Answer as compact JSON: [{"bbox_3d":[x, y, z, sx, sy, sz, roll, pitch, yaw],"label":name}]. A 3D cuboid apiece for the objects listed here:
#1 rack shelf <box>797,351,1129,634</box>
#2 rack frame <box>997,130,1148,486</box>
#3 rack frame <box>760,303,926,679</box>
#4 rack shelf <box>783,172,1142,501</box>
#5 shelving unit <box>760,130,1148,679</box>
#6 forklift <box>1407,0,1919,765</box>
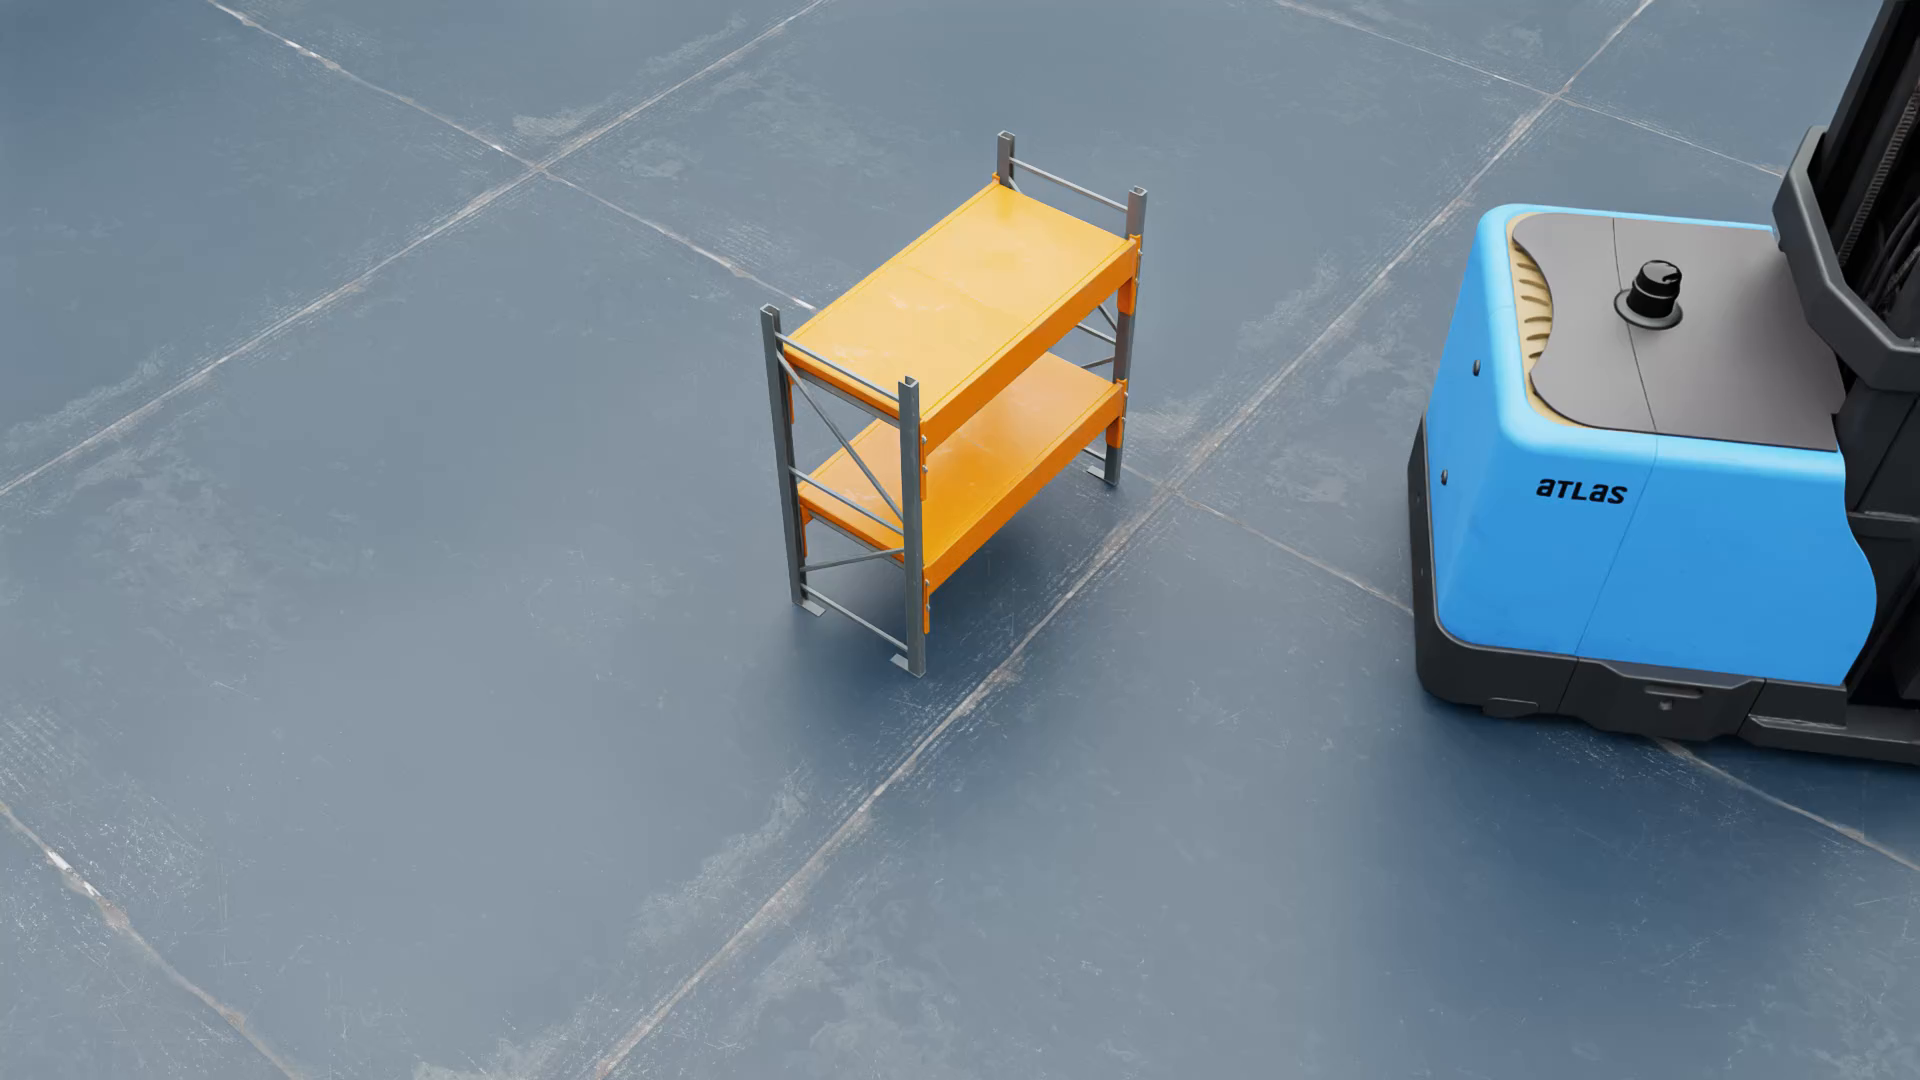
[{"bbox_3d":[0.004,-0.224,5.024,0.538,0.278,1.000,29,53,25],"label":"rack shelf"},{"bbox_3d":[0.315,-0.683,5.125,0.500,1.125,0.032,29,53,25],"label":"rack frame"},{"bbox_3d":[-0.307,-0.102,4.569,0.500,1.125,0.032,29,53,25],"label":"rack frame"},{"bbox_3d":[0.004,-0.595,4.635,0.538,0.278,1.000,29,53,25],"label":"rack shelf"},{"bbox_3d":[0.004,-0.392,4.847,0.538,1.125,1.048,29,53,25],"label":"shelving unit"},{"bbox_3d":[2.878,-0.723,3.913,3.031,2.935,1.130,6,47,6],"label":"forklift"}]
